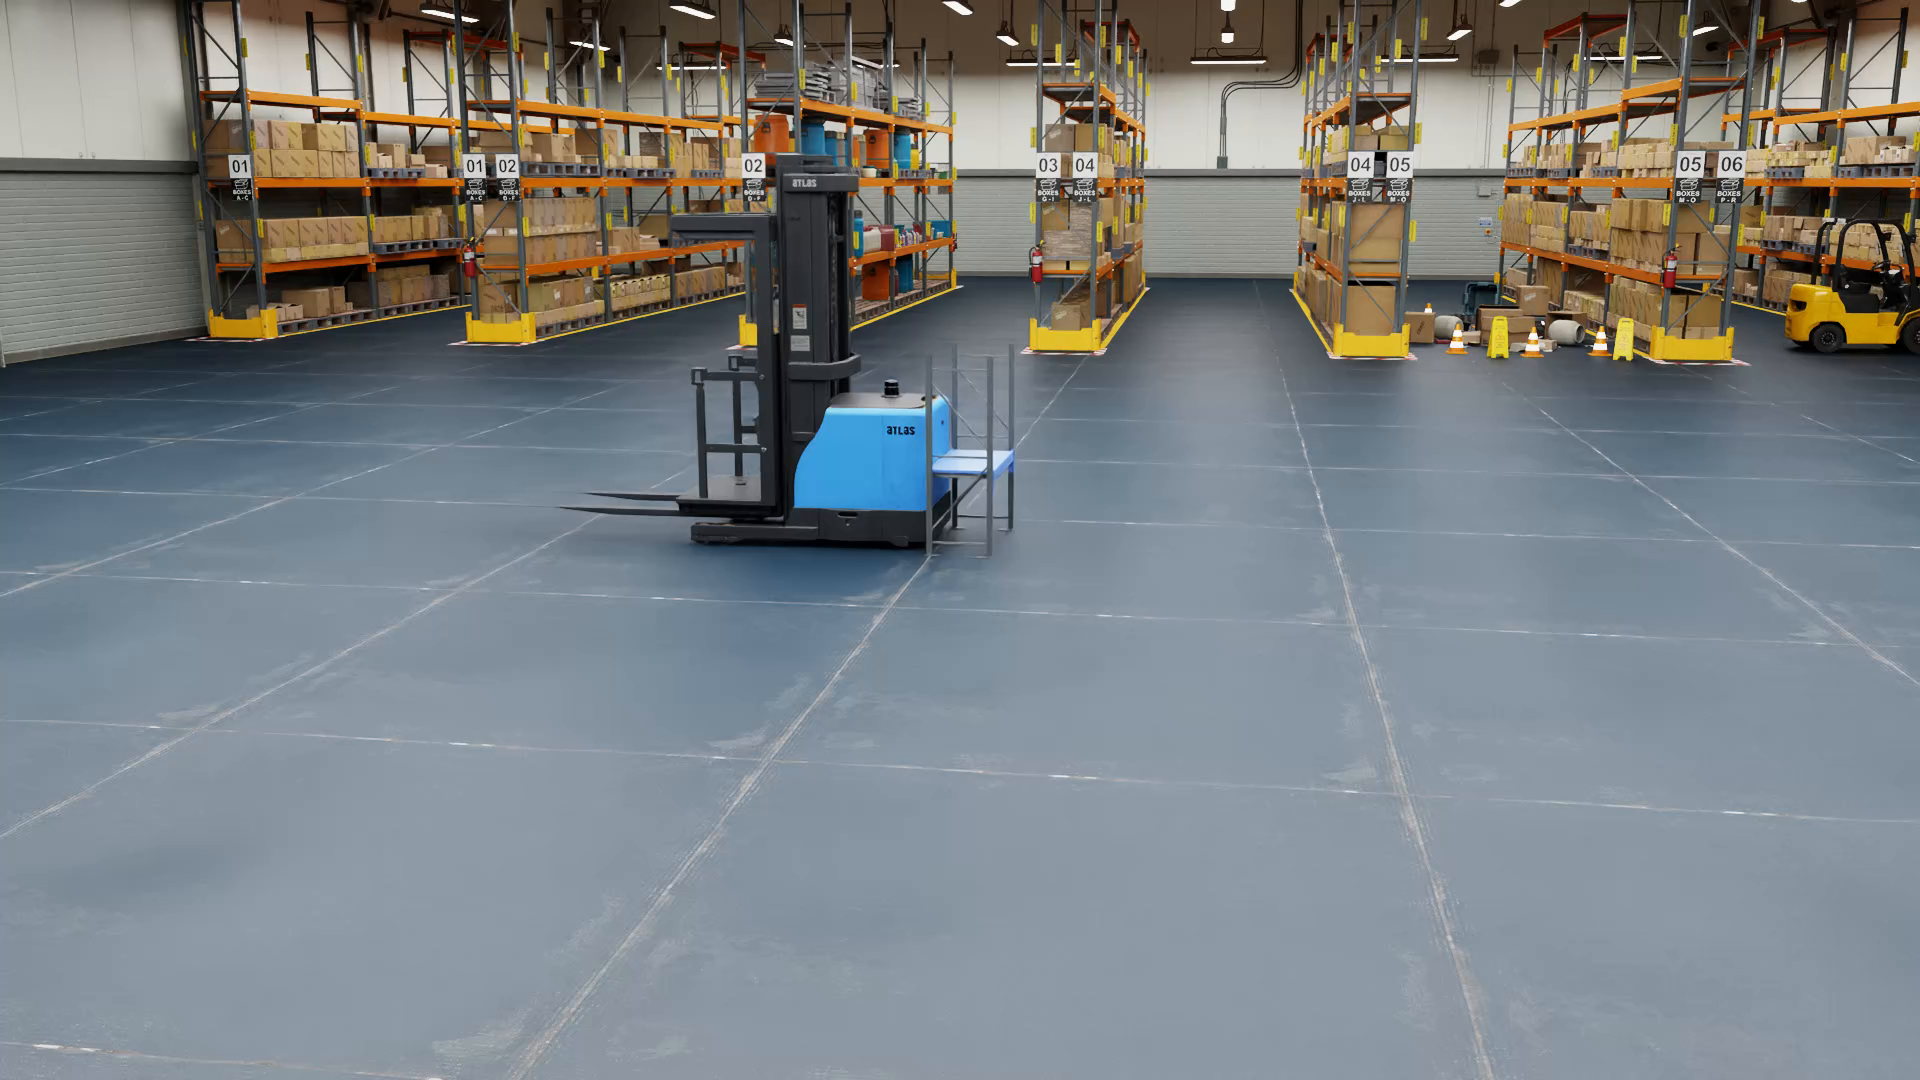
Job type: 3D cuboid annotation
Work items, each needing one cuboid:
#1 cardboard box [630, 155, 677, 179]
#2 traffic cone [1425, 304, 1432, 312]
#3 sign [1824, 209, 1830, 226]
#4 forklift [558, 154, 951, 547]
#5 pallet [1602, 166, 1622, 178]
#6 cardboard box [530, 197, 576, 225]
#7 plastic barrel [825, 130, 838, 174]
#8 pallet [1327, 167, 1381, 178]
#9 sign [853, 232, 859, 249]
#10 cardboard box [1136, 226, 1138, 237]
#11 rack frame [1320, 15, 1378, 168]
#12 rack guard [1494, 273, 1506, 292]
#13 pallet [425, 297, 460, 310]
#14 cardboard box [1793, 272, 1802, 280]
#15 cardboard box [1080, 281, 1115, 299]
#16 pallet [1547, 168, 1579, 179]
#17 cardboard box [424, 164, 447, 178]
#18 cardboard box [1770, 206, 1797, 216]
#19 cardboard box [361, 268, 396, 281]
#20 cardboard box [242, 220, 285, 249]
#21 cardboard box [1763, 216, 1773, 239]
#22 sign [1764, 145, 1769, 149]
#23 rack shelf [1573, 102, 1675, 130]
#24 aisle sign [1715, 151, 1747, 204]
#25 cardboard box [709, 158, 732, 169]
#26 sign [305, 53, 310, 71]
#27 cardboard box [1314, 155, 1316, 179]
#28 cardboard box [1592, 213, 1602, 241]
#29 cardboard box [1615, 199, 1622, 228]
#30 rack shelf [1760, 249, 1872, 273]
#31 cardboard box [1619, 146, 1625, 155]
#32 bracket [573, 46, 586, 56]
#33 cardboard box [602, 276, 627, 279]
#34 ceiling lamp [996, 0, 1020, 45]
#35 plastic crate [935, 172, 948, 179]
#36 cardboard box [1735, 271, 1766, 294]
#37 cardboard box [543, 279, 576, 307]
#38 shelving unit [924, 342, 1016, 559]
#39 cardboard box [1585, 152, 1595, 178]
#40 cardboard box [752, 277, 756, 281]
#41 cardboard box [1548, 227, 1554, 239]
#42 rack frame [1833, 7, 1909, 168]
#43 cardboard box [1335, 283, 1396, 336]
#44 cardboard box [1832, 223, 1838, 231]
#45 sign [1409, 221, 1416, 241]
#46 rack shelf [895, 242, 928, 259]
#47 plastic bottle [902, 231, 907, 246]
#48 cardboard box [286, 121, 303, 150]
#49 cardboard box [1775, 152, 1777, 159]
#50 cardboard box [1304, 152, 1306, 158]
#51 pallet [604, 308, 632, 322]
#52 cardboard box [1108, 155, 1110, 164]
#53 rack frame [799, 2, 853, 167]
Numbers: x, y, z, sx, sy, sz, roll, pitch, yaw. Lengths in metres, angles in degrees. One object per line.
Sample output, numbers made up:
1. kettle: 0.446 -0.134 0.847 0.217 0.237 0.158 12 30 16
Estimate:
1. cardboard box: -6.778 -8.235 36.727 0.910 0.500 0.500 2 12 9
2. traffic cone: 8.944 -4.282 31.763 0.336 0.463 0.334 2 12 9
3. sign: 17.135 -6.368 32.861 0.100 0.325 0.005 2 12 9
4. forklift: -1.635 -1.498 12.989 3.031 2.935 1.130 2 12 8
5. pallet: 12.353 -6.652 30.065 1.213 0.211 1.003 2 12 9
6. cardboard box: -7.644 -6.176 31.215 0.700 0.500 0.500 2 12 9
7. plastic barrel: -2.670 -7.458 32.170 0.600 0.901 0.708 2 12 9
8. pallet: 7.645 -7.130 32.284 1.003 0.211 1.213 2 12 11
9. sign: -1.992 -5.749 31.893 0.100 0.325 0.005 2 12 9
10. cardboard box: 4.003 -7.403 39.877 0.500 0.250 0.500 2 12 8
11. rack frame: 7.861 -9.057 33.659 1.000 3.000 0.127 2 12 9
12. rack guard: 14.002 -6.433 41.658 1.175 0.500 0.348 2 12 9
13. pallet: -11.829 -5.262 36.908 1.003 0.211 1.213 2 12 9
14. cardboard box: 17.818 -5.561 35.074 0.380 0.149 0.250 2 12 9
15. cardboard box: 2.820 -5.043 34.164 0.700 0.500 0.500 1 12 4
16. pallet: 12.983 -7.728 35.059 1.003 0.211 1.213 2 12 11
17. cardboard box: -11.551 -8.061 36.324 0.500 0.311 0.500 2 12 9
18. cardboard box: 18.780 -7.398 38.069 0.500 0.500 0.500 2 12 7
19. cardboard box: -12.162 -5.560 34.782 0.500 0.250 0.500 2 12 7
20. cardboard box: -12.567 -5.515 29.992 0.500 0.500 0.500 2 12 9
21. cardboard box: 17.993 -6.818 36.277 0.700 0.500 0.500 2 12 10
22. sign: 19.449 -9.367 40.117 0.100 0.325 0.005 2 12 9
23. rack shelf: 12.460 -7.954 31.199 1.077 0.370 4.000 2 12 9
24. aisle sign: 11.834 -5.568 25.537 0.394 0.787 0.004 2 12 9
25. cardboard box: -5.877 -9.191 40.571 0.500 0.250 0.500 2 12 9
26. sign: -12.872 -9.438 32.836 0.100 0.325 0.005 2 12 9
27. cardboard box: 7.843 -7.975 35.522 0.500 0.500 0.500 2 12 9
28. cardboard box: 12.157 -5.866 31.152 0.500 0.500 0.500 2 12 11
29. cardboard box: 11.771 -5.645 28.751 0.700 0.500 0.500 2 12 9
30. rack shelf: 17.981 -5.890 34.910 1.077 0.370 4.000 2 12 9
31. cardboard box: 11.782 -6.831 29.152 0.380 0.149 0.250 2 12 8
32. bracket: -10.630 -13.637 46.369 0.235 0.232 0.430 2 12 9
33. cardboard box: -7.336 -5.448 35.351 0.500 0.311 0.500 2 12 7
34. ceiling lamp: 1.334 -12.821 37.269 0.800 3.185 2.000 2 12 9
35. plastic crate: -0.558 -9.280 42.317 0.450 0.188 0.336 2 12 9
36. cardboard box: 18.386 -5.957 38.449 0.700 0.500 0.500 1 12 7
37. cardboard box: -7.507 -4.607 31.000 0.500 0.500 0.500 2 12 9
38. shelving unit: 0.090 -0.712 12.736 0.538 1.500 1.048 2 12 10
39. cardboard box: 12.612 -7.303 32.404 0.700 0.500 0.500 2 12 9
40. cardboard box: -5.598 -6.846 43.123 0.500 0.250 0.500 2 12 9
41. cardboard box: 12.725 -6.479 35.107 0.500 0.250 0.500 2 12 7
42. rack frame: 17.673 -8.758 32.270 1.000 3.000 0.127 2 12 9
43. cardboard box: 6.670 -3.769 27.408 0.875 0.875 0.875 2 12 9
44. cardboard box: 17.333 -6.134 32.559 0.380 0.149 0.250 2 12 10
45. sign: 7.178 -4.902 26.375 0.100 0.325 0.005 2 12 9
46. rack shelf: -1.611 -6.531 37.887 1.077 0.370 4.000 2 12 9
47. plastic bottle: -1.291 -6.844 37.747 0.144 0.351 0.185 2 12 9
48. cardboard box: -12.444 -7.418 30.516 0.500 0.500 0.500 2 12 10
49. cardboard box: 17.838 -8.295 35.899 0.380 0.149 0.250 2 12 10
50. cardboard box: 8.608 -9.405 40.616 0.380 0.149 0.250 2 12 9
51. pallet: -7.353 -4.587 33.775 1.003 0.211 1.213 2 12 9
52. cardboard box: 2.495 -6.818 29.801 0.380 0.149 0.250 1 12 7
53. rack frame: -2.534 -8.567 31.383 1.000 3.000 0.127 2 12 9
